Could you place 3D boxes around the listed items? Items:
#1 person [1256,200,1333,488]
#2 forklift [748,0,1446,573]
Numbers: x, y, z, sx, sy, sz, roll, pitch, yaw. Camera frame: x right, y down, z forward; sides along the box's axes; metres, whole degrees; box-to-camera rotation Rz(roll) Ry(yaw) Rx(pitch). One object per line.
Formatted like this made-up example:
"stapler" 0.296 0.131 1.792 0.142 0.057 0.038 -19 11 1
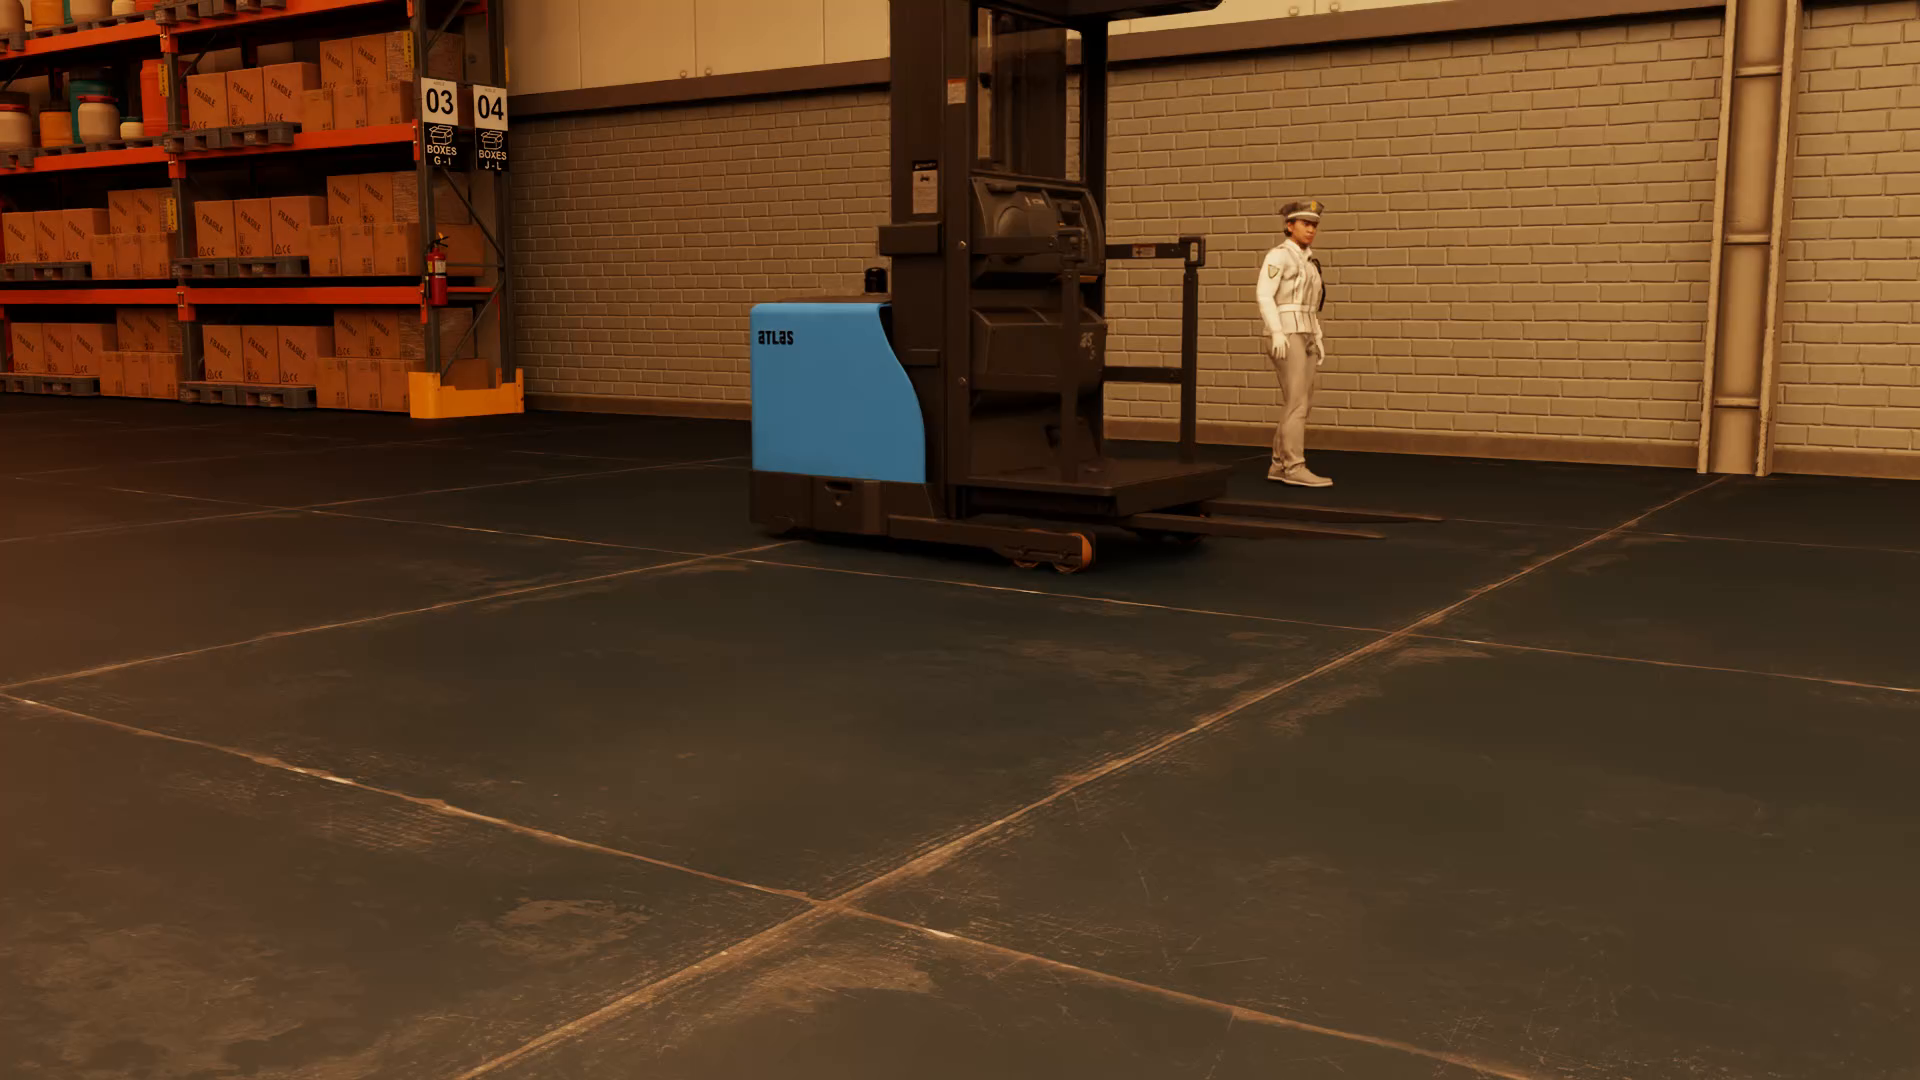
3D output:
"person" 2.051 -1.169 9.884 0.476 1.676 0.657 5 9 29
"forklift" 0.512 -1.402 7.050 3.031 2.935 1.130 6 10 36
